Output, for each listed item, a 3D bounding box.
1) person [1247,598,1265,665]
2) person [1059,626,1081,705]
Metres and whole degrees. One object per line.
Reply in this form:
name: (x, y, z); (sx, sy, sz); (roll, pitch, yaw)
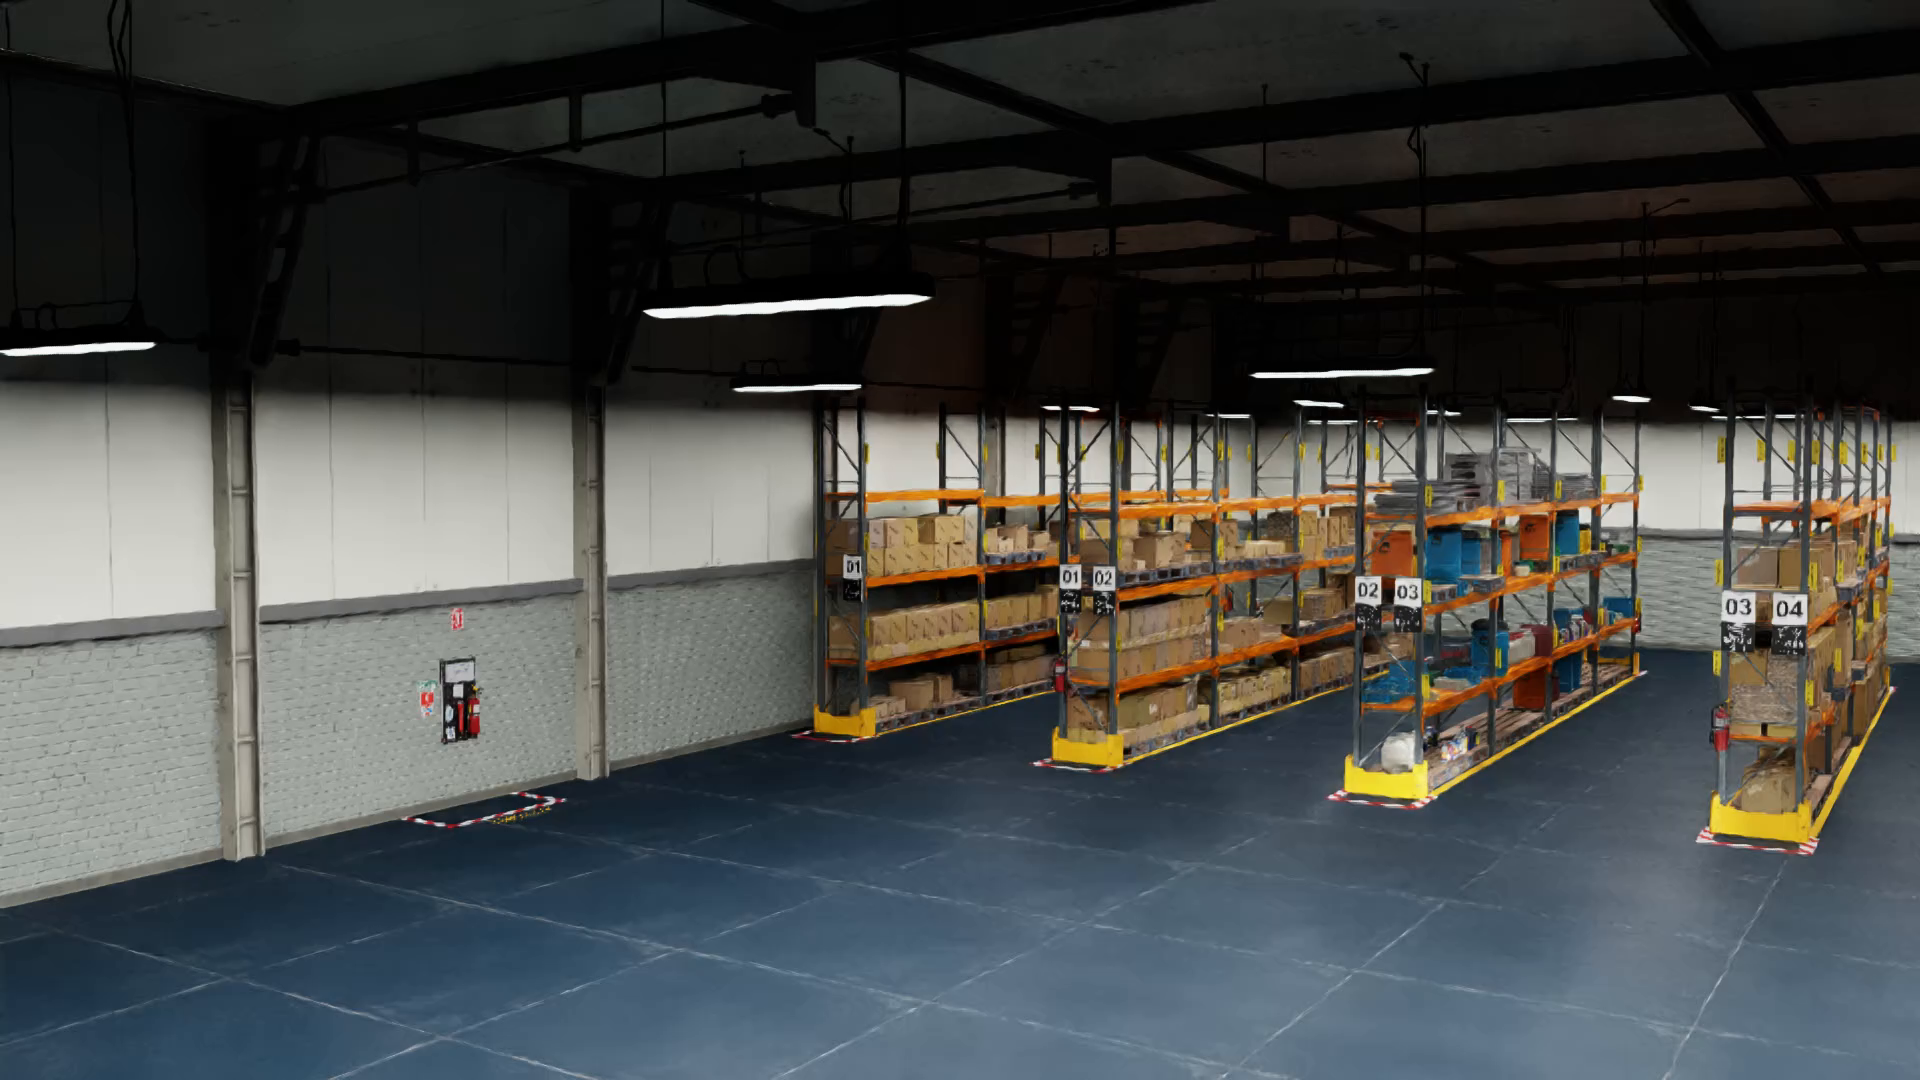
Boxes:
person: (7.041, 2.149, 39.190); (0.625, 1.611, 0.582); (2, 3, 31)
person: (2.114, 2.491, 31.972); (0.432, 1.664, 0.503); (0, 3, 4)
